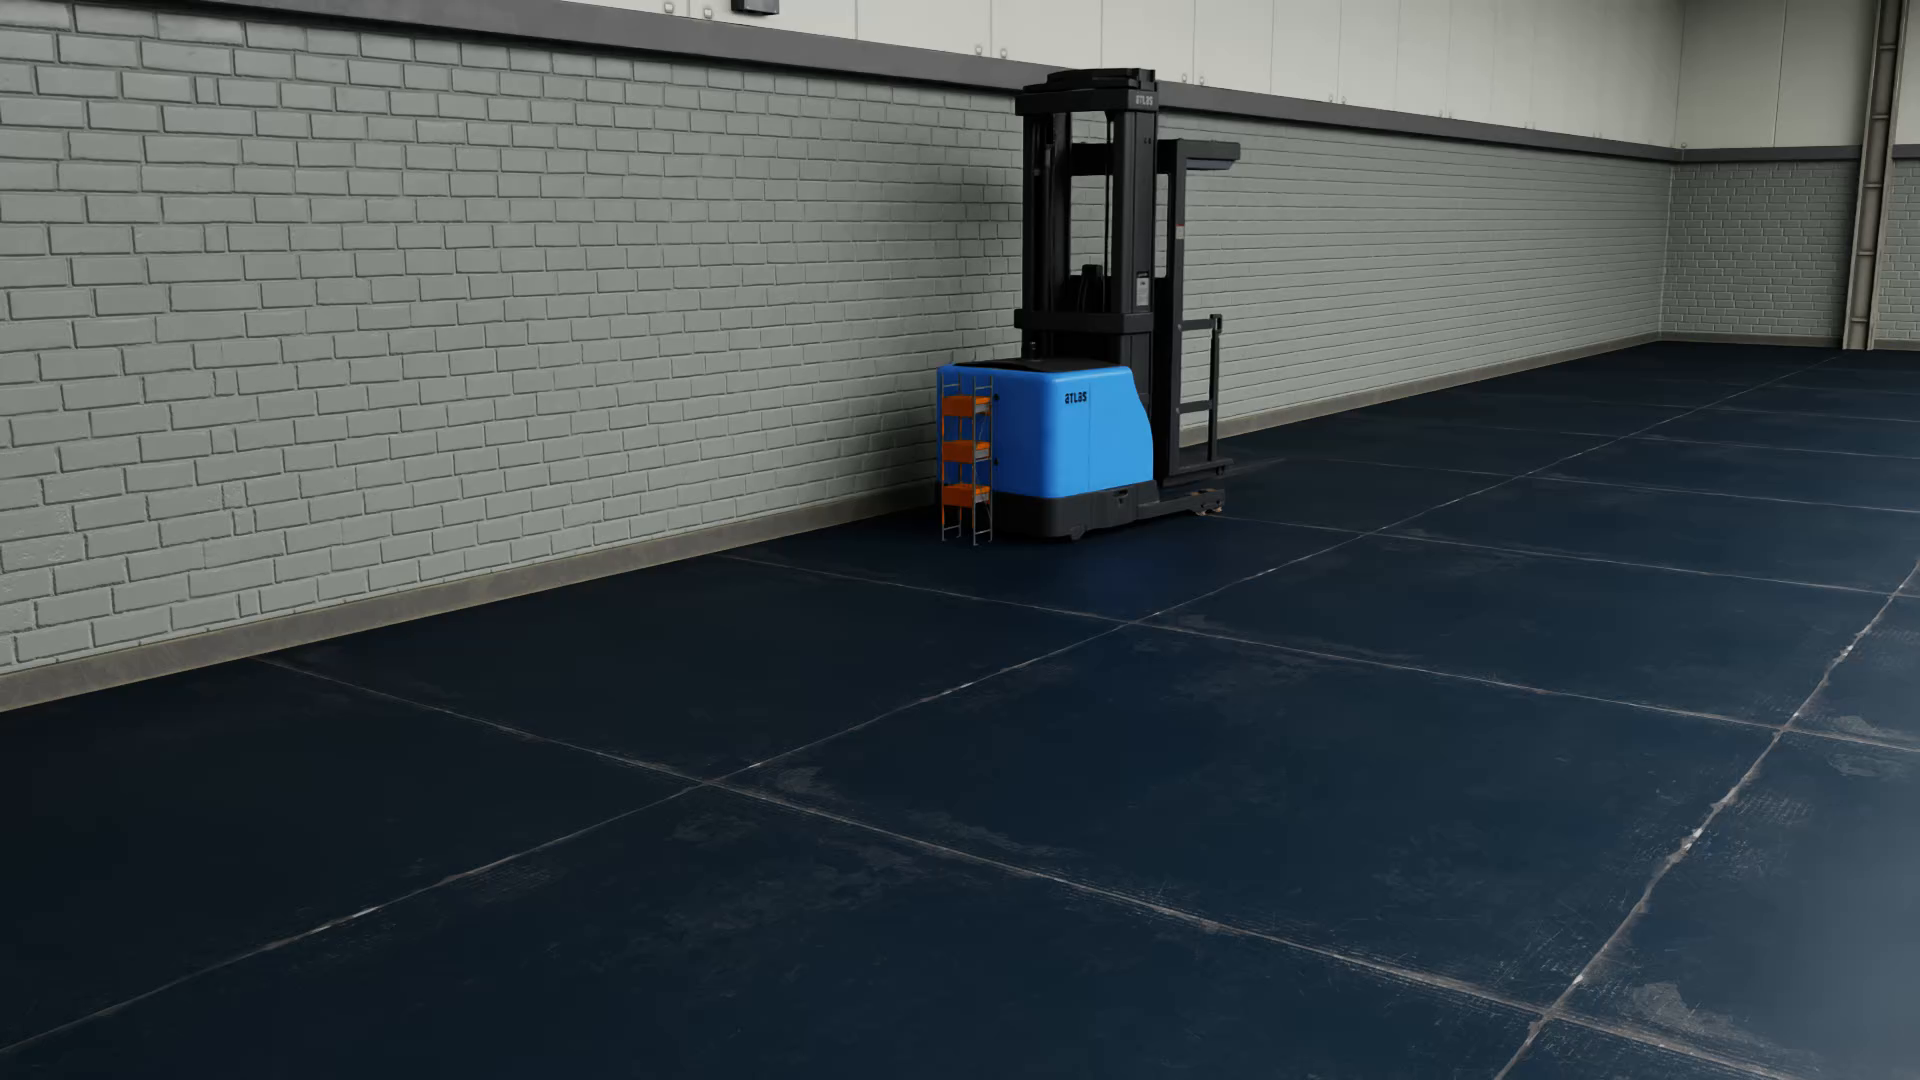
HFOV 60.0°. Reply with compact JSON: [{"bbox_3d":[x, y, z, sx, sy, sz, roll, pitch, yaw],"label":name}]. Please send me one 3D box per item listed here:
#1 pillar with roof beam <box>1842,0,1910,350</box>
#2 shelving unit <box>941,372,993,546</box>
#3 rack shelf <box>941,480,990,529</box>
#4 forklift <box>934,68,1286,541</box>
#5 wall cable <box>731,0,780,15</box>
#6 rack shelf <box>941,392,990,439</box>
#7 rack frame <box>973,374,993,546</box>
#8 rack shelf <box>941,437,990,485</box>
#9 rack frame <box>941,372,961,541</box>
[{"bbox_3d":[11.449,-6.738,21.664,0.400,9.000,9.100,8,13,36],"label":"pillar with roof beam"},{"bbox_3d":[0.043,-0.509,10.399,0.252,1.050,0.215,8,13,36],"label":"shelving unit"},{"bbox_3d":[0.043,-0.226,10.454,0.240,0.259,0.215,8,13,36],"label":"rack shelf"},{"bbox_3d":[1.192,-1.657,11.380,1.130,2.935,3.031,10,15,41],"label":"forklift"},{"bbox_3d":[-0.607,-6.229,10.083,0.169,6.003,2.305,8,13,36],"label":"wall cable"},{"bbox_3d":[0.043,-0.778,10.347,0.240,0.259,0.215,8,13,36],"label":"rack shelf"},{"bbox_3d":[0.141,-0.496,10.328,0.008,1.050,0.200,8,13,36],"label":"rack frame"},{"bbox_3d":[0.043,-0.499,10.401,0.240,0.259,0.215,8,13,36],"label":"rack shelf"},{"bbox_3d":[-0.055,-0.523,10.470,0.008,1.050,0.200,8,13,36],"label":"rack frame"}]
